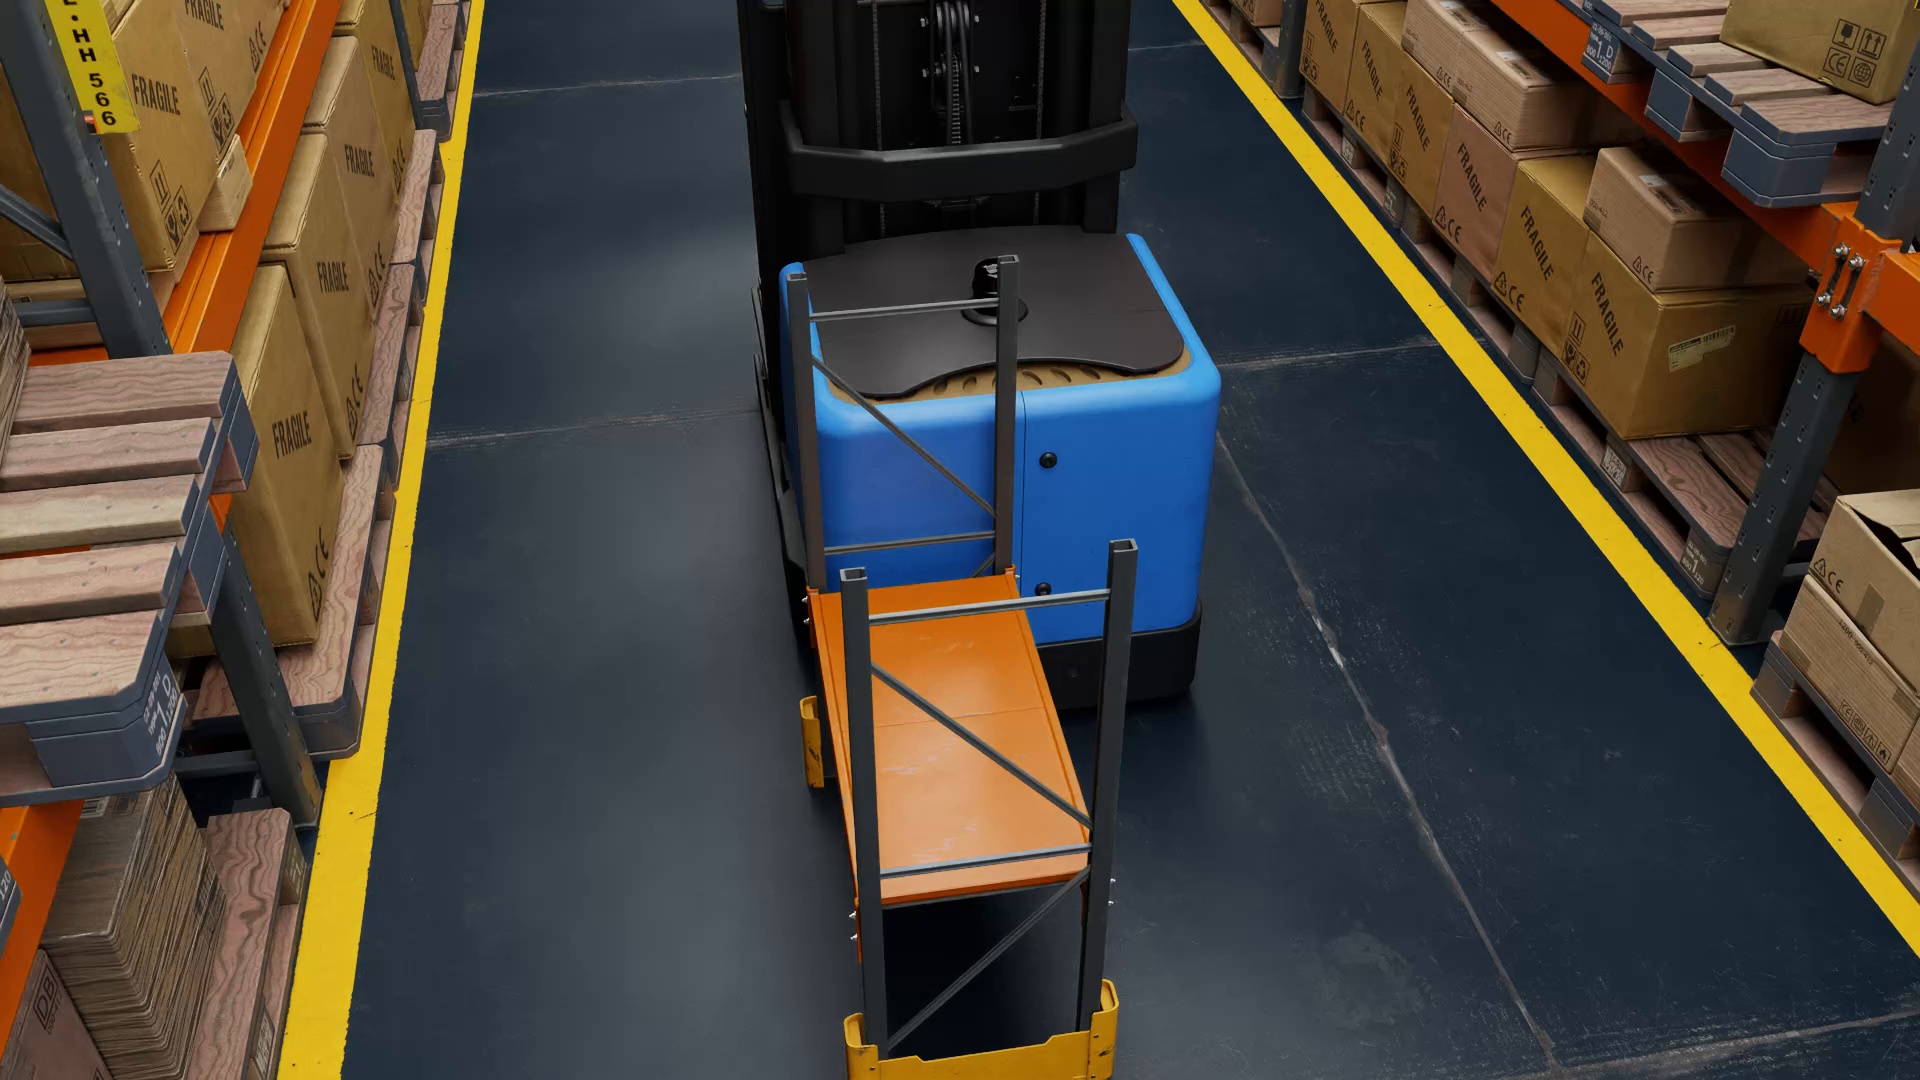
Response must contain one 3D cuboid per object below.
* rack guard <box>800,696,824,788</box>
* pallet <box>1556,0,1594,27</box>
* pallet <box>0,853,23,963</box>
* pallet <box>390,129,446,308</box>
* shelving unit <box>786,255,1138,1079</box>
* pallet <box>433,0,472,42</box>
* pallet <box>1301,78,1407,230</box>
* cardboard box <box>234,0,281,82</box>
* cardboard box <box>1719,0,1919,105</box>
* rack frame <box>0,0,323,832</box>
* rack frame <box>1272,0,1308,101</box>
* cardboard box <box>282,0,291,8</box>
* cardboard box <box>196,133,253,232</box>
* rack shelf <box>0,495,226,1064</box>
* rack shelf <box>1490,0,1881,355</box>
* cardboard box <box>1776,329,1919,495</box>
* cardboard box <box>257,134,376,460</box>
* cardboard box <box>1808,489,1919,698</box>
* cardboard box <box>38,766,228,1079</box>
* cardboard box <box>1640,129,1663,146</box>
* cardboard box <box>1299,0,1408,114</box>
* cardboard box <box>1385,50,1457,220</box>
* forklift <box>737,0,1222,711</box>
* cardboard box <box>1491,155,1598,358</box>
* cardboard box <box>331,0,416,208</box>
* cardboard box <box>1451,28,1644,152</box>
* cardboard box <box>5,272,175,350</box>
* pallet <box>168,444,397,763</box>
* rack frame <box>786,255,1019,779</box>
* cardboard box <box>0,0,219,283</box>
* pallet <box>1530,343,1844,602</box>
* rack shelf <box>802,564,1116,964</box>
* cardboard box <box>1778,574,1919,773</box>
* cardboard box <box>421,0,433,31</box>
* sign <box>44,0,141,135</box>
[{"bbox_3d":[-0.121,0.504,4.398,0.587,0.250,0.087,-6,38,-8],"label":"rack guard"},{"bbox_3d":[2.370,-2.056,5.608,1.003,0.211,1.213,-6,38,-8],"label":"pallet"},{"bbox_3d":[-1.774,0.844,1.875,1.003,0.211,1.213,-6,38,-8],"label":"pallet"},{"bbox_3d":[-2.653,-1.280,6.725,1.003,0.211,1.213,-6,38,-8],"label":"pallet"},{"bbox_3d":[-0.037,0.312,3.626,0.587,1.500,1.083,-6,38,-8],"label":"shelving unit"},{"bbox_3d":[-3.136,-2.944,8.867,1.003,0.211,1.213,-6,38,-8],"label":"pallet"},{"bbox_3d":[2.194,-1.786,7.376,1.003,0.211,1.213,-6,38,-8],"label":"pallet"},{"bbox_3d":[-2.163,-1.526,4.429,0.500,0.500,0.500,-6,38,-8],"label":"cardboard box"},{"bbox_3d":[2.494,-1.532,4.353,0.700,0.500,0.500,-19,42,-23],"label":"cardboard box"},{"bbox_3d":[-2.161,-0.423,3.349,1.000,3.000,0.127,-6,38,-8],"label":"rack frame"},{"bbox_3d":[2.014,-3.374,7.148,1.000,3.000,0.127,-6,38,-8],"label":"rack frame"},{"bbox_3d":[-2.345,-1.802,5.313,0.380,0.149,0.250,-7,38,-9],"label":"cardboard box"},{"bbox_3d":[-1.990,-0.878,4.124,0.380,0.149,0.250,-5,38,-7],"label":"cardboard box"},{"bbox_3d":[-1.810,1.069,2.015,1.077,0.370,4.000,-6,38,-8],"label":"rack shelf"},{"bbox_3d":[2.365,-1.882,5.814,1.077,0.370,4.000,-6,38,-8],"label":"rack shelf"},{"bbox_3d":[2.917,-0.450,5.063,0.500,0.500,0.500,-5,38,-6],"label":"cardboard box"},{"bbox_3d":[-2.308,-0.728,5.152,0.750,0.750,0.750,-6,38,-8],"label":"cardboard box"},{"bbox_3d":[2.518,0.088,4.133,0.500,0.311,0.500,-5,38,-6],"label":"cardboard box"},{"bbox_3d":[-1.984,0.820,3.429,0.700,0.500,0.500,-6,38,-7],"label":"cardboard box"},{"bbox_3d":[2.640,-1.384,6.265,0.500,0.500,0.500,-7,38,-9],"label":"cardboard box"},{"bbox_3d":[1.859,-2.242,7.370,0.500,0.500,0.500,-8,39,-10],"label":"cardboard box"},{"bbox_3d":[2.044,-1.619,6.567,0.500,0.500,0.500,-6,38,-7],"label":"cardboard box"},{"bbox_3d":[-0.112,-1.538,4.840,1.130,2.935,3.031,-6,38,-8],"label":"forklift"},{"bbox_3d":[2.230,-0.997,5.767,0.500,0.500,0.500,-8,38,-10],"label":"cardboard box"},{"bbox_3d":[-2.620,-1.777,6.503,0.750,0.750,0.750,-6,38,-7],"label":"cardboard box"},{"bbox_3d":[2.123,-1.631,5.973,0.500,0.250,0.500,-7,38,-9],"label":"cardboard box"},{"bbox_3d":[-1.991,-0.555,3.708,0.380,0.149,0.250,-7,38,-9],"label":"cardboard box"},{"bbox_3d":[-2.225,0.194,4.828,1.003,0.211,1.213,-6,38,-8],"label":"pallet"},{"bbox_3d":[-0.121,0.010,4.015,0.500,1.500,0.032,-6,38,-8],"label":"rack frame"},{"bbox_3d":[-1.994,-0.909,3.634,0.500,0.500,0.500,-5,38,-7],"label":"cardboard box"},{"bbox_3d":[2.622,-0.312,5.479,1.003,0.211,1.213,-6,38,-8],"label":"pallet"},{"bbox_3d":[-0.035,0.459,3.730,0.538,0.185,1.000,-6,38,-8],"label":"rack shelf"},{"bbox_3d":[2.518,0.310,4.305,0.500,0.250,0.500,-6,38,-8],"label":"cardboard box"},{"bbox_3d":[-2.977,-2.784,8.084,0.700,0.500,0.500,-7,38,-8],"label":"cardboard box"},{"bbox_3d":[-1.629,-0.913,3.101,0.100,0.325,0.005,-6,38,-8],"label":"sign"}]
